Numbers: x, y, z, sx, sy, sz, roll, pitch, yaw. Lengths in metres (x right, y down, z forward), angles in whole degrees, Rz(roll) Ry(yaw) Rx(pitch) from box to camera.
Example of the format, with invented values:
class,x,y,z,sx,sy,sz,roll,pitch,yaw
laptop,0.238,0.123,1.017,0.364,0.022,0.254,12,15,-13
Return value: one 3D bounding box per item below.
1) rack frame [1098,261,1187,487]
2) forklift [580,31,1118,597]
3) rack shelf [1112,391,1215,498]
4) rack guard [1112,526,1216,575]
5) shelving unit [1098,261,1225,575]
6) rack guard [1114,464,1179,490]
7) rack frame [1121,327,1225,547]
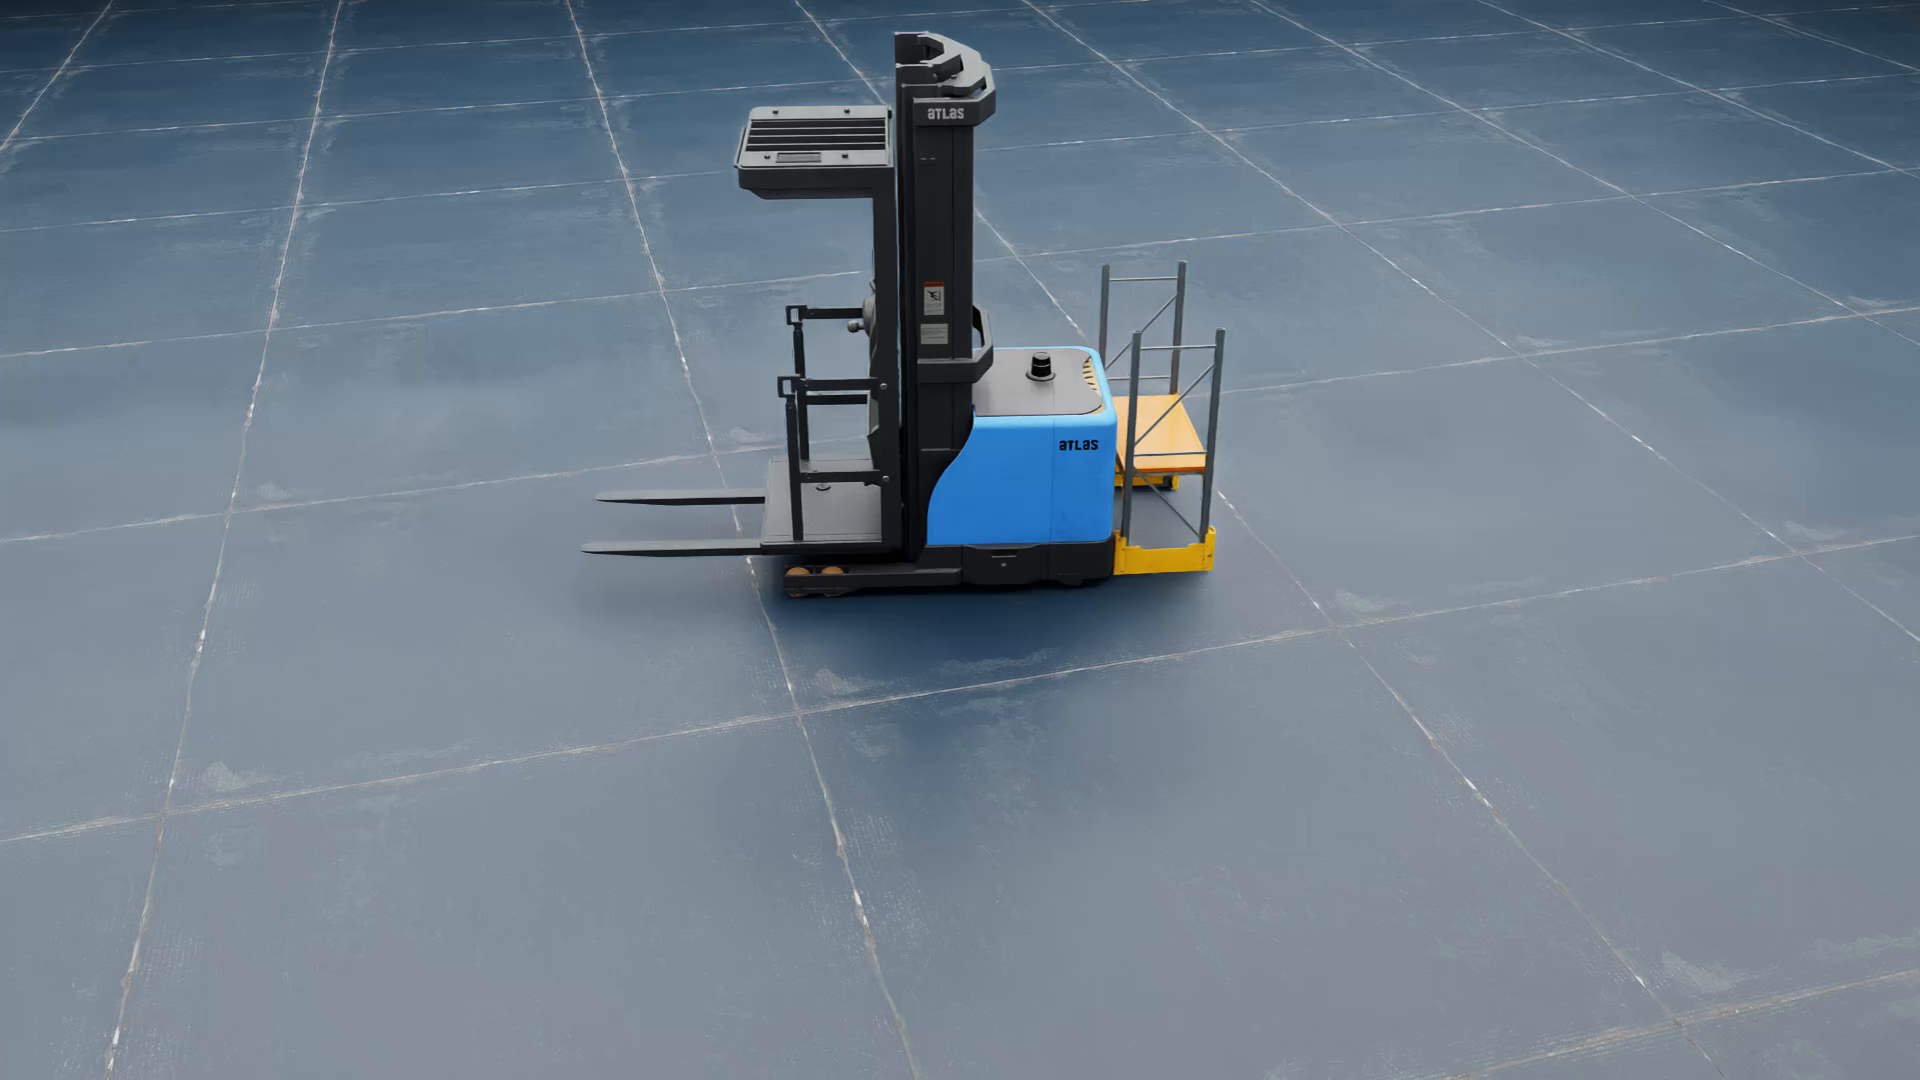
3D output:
class,x,y,z,sx,sy,sz,roll,pitch,yaw
rack frame,1.089,-0.987,10.188,0.500,1.500,0.032,-3,30,-4
forklift,-0.659,-1.216,9.156,3.031,2.935,1.130,-1,30,-2
rack shelf,1.133,-0.577,9.840,0.538,0.185,1.000,-3,30,-4
rack guard,1.177,0.061,9.626,0.587,0.250,0.087,-3,30,-4
shelving unit,1.134,-0.728,9.742,0.587,1.500,1.083,-3,30,-4
rack guard,1.090,-0.436,10.485,0.587,0.250,0.087,-3,30,-4
rack frame,1.177,-0.479,9.312,0.500,1.500,0.032,-3,30,-4
